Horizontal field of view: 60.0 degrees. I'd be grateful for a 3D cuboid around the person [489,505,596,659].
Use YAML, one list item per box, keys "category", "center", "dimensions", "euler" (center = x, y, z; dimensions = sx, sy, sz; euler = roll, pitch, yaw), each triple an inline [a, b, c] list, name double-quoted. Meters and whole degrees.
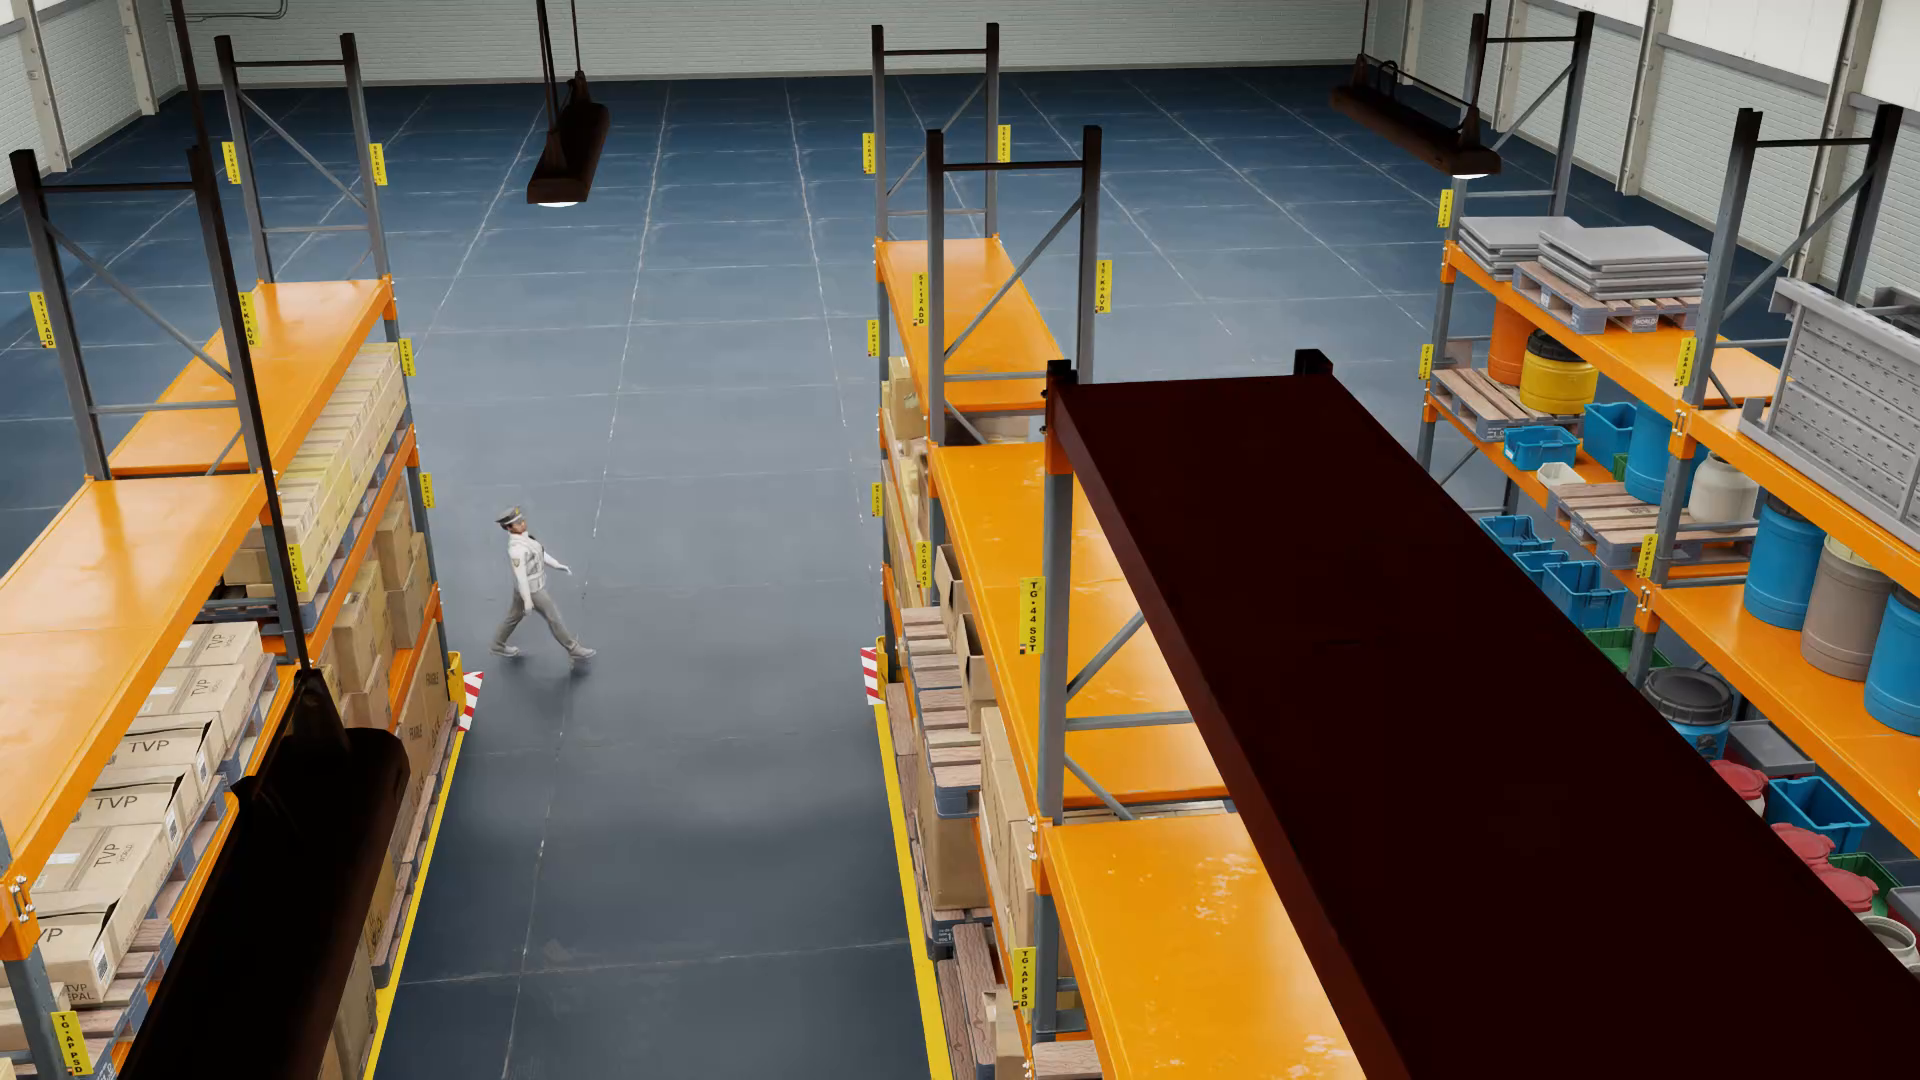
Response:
- category: "person"
  center: [-4.025, 0.419, 15.707]
  dimensions: [1.015, 1.626, 0.565]
  euler: [-5, 26, -10]
